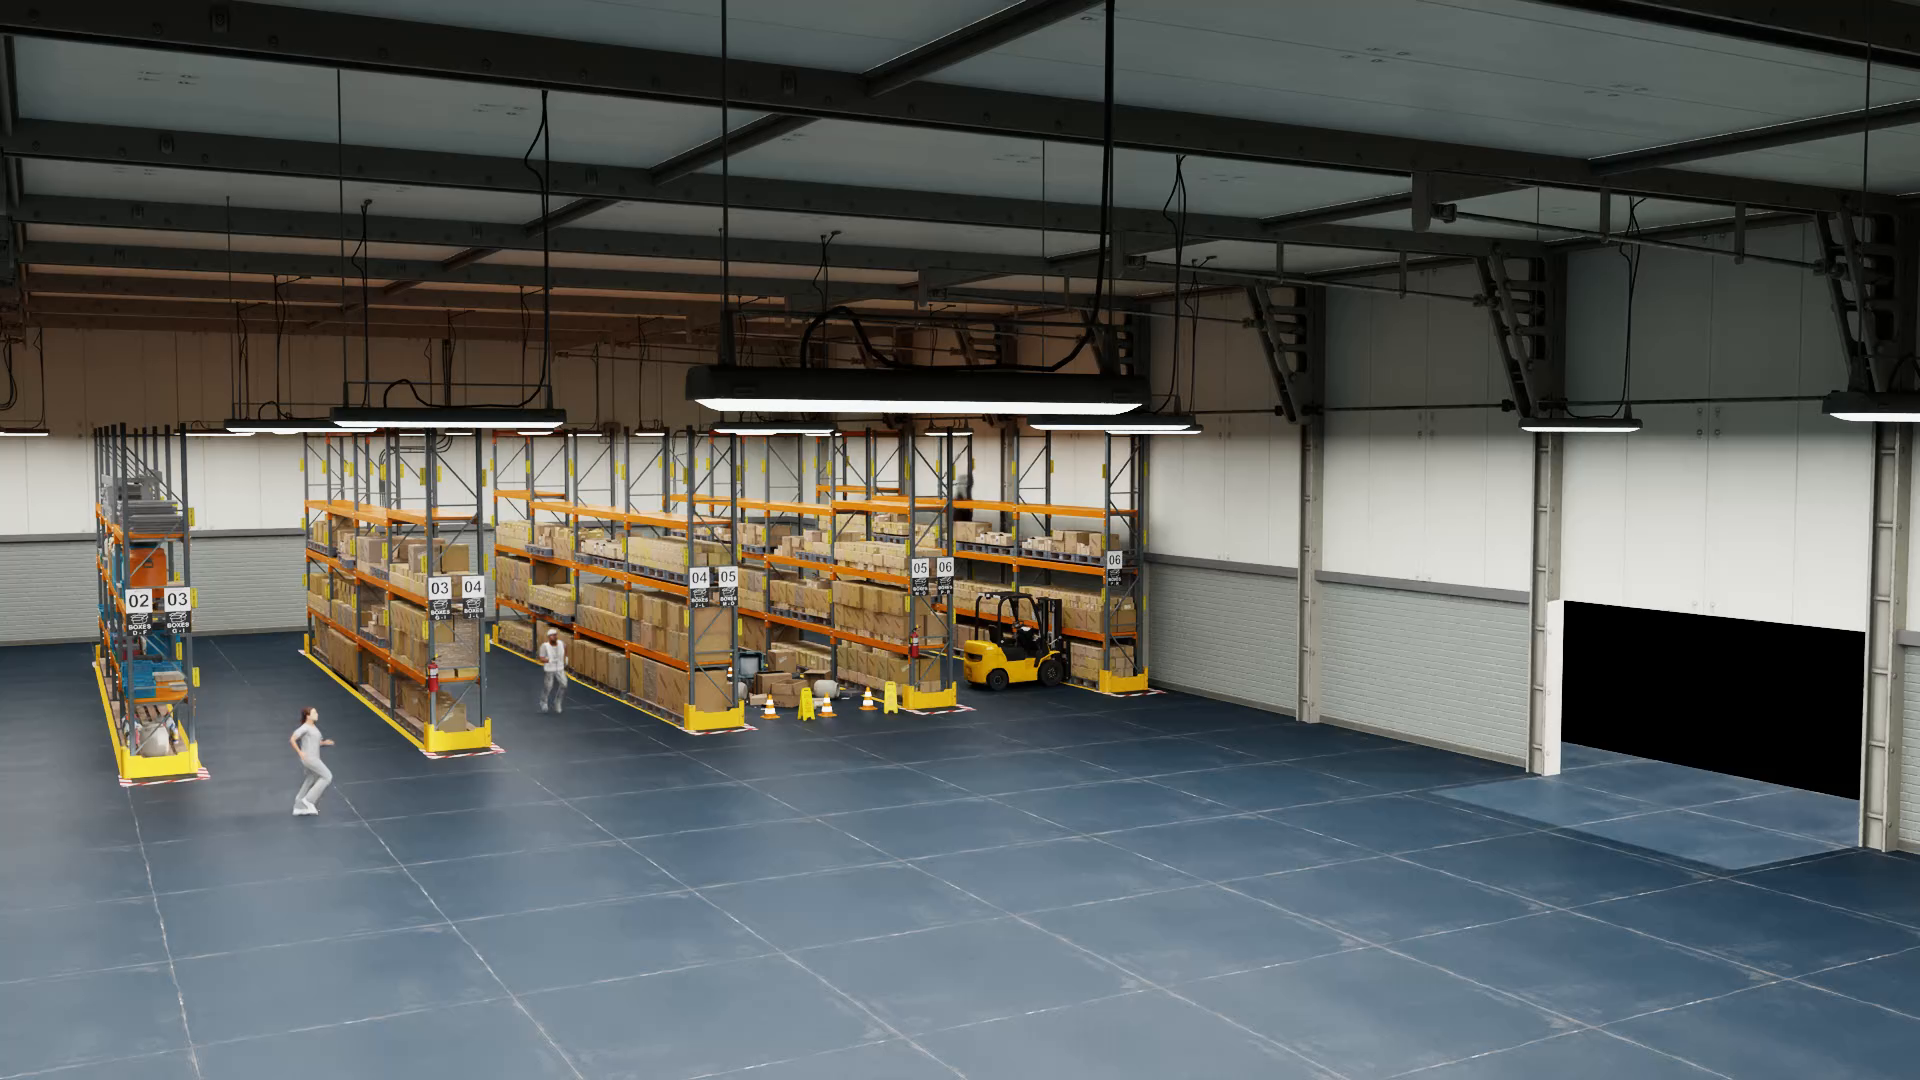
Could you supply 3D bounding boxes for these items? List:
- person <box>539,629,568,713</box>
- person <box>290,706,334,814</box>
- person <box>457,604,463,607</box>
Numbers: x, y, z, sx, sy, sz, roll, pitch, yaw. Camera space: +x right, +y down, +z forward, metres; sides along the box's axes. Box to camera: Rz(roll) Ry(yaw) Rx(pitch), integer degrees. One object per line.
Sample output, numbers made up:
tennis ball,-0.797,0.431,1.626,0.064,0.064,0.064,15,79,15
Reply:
person,-8.454,2.727,34.698,0.697,1.767,0.870,-2,4,-33
person,-9.854,3.350,25.332,0.611,1.628,0.551,-1,4,-12
person,-13.320,2.172,44.509,0.651,1.700,0.901,-1,4,-23
